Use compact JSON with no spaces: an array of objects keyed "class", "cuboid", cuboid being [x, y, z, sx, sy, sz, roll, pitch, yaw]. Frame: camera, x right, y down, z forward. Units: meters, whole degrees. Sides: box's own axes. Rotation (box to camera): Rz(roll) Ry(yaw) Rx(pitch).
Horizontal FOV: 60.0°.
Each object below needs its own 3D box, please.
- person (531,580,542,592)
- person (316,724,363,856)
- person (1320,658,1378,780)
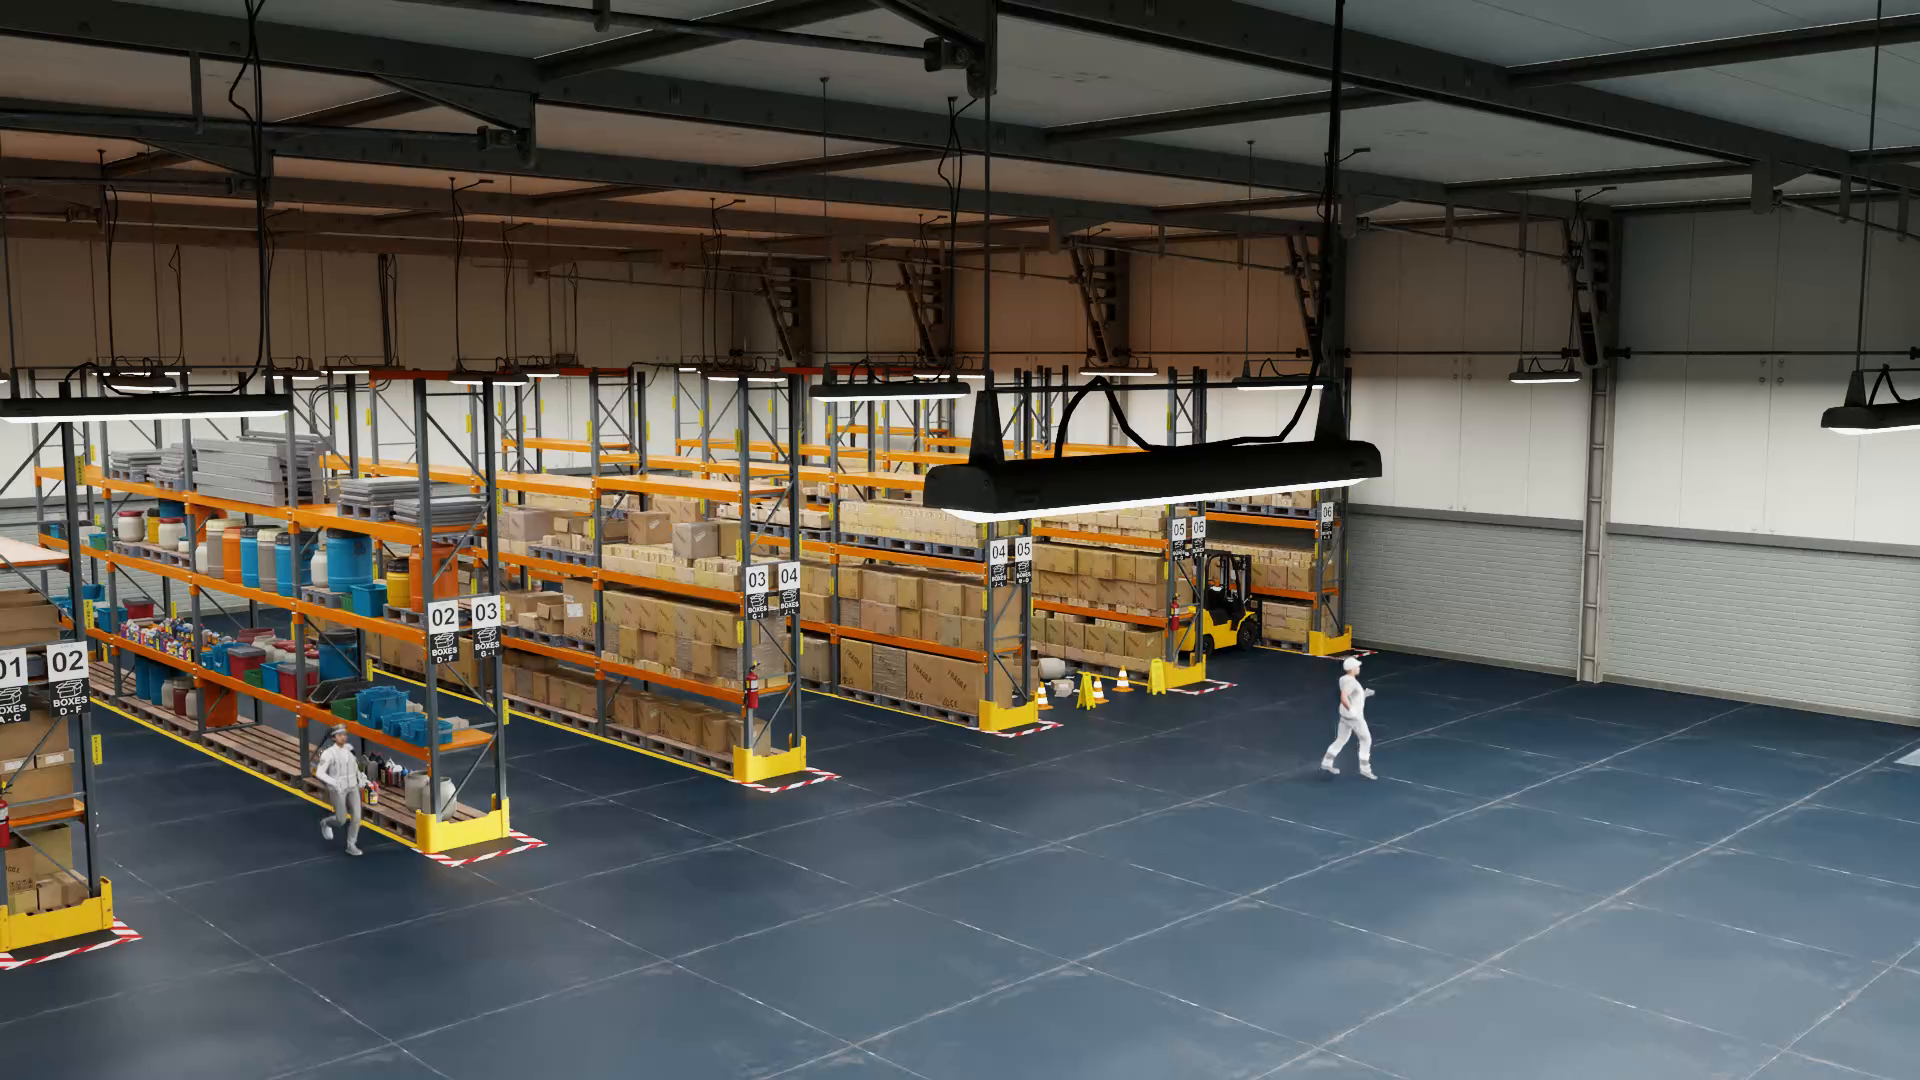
[{"class":"person","cuboid":[-8.447,1.671,33.341,0.969,1.761,0.664,6,9,42]},{"class":"person","cuboid":[-7.814,3.134,21.056,0.725,1.650,0.615,5,8,39]},{"class":"person","cuboid":[5.781,2.652,24.624,0.839,1.835,0.649,-1,7,-11]}]
